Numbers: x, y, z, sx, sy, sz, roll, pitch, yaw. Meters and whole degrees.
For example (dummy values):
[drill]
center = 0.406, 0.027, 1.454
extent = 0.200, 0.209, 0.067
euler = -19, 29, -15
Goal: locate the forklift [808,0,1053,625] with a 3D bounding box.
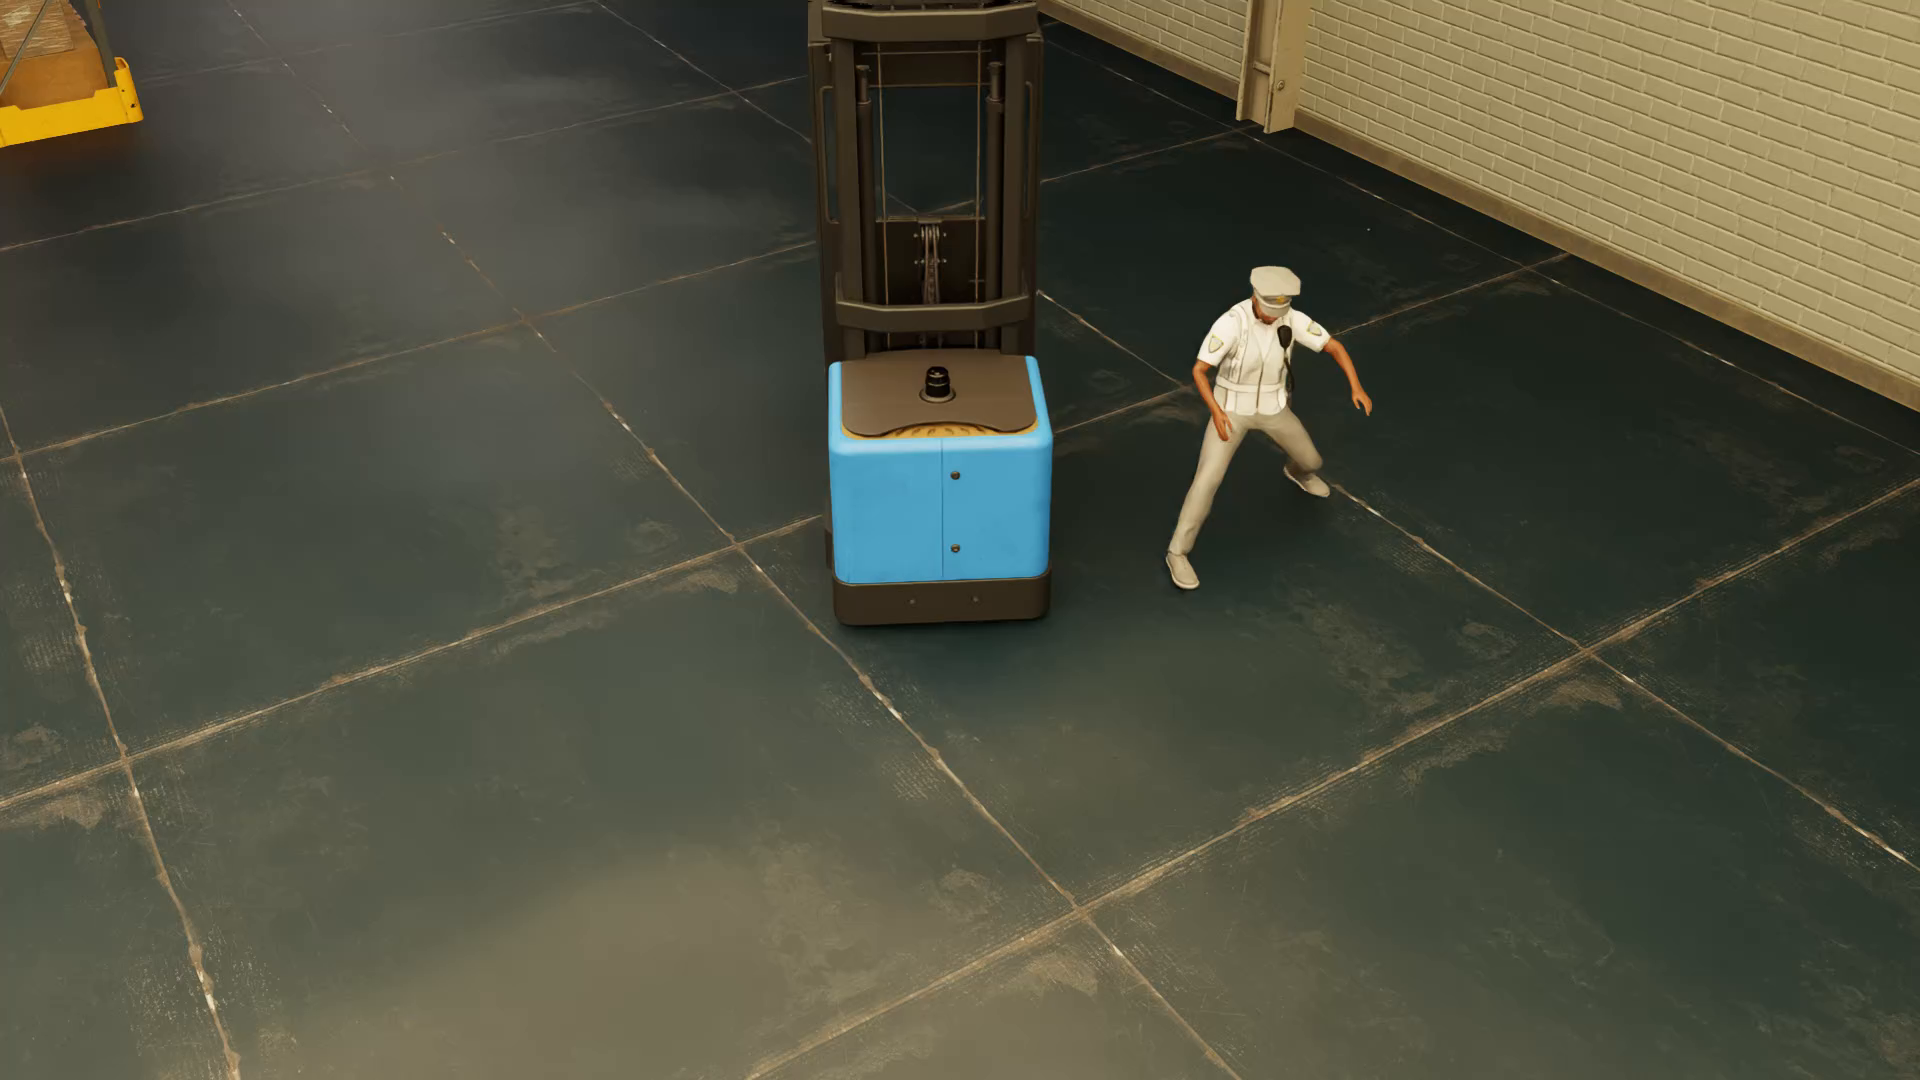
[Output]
[forklift]
center = -0.175, -1.613, 8.444
extent = 1.130, 2.935, 3.031
euler = -2, 35, -3

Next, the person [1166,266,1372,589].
[person]
center = 1.540, -0.632, 8.344
extent = 1.069, 1.493, 0.963
euler = -5, 35, -8
